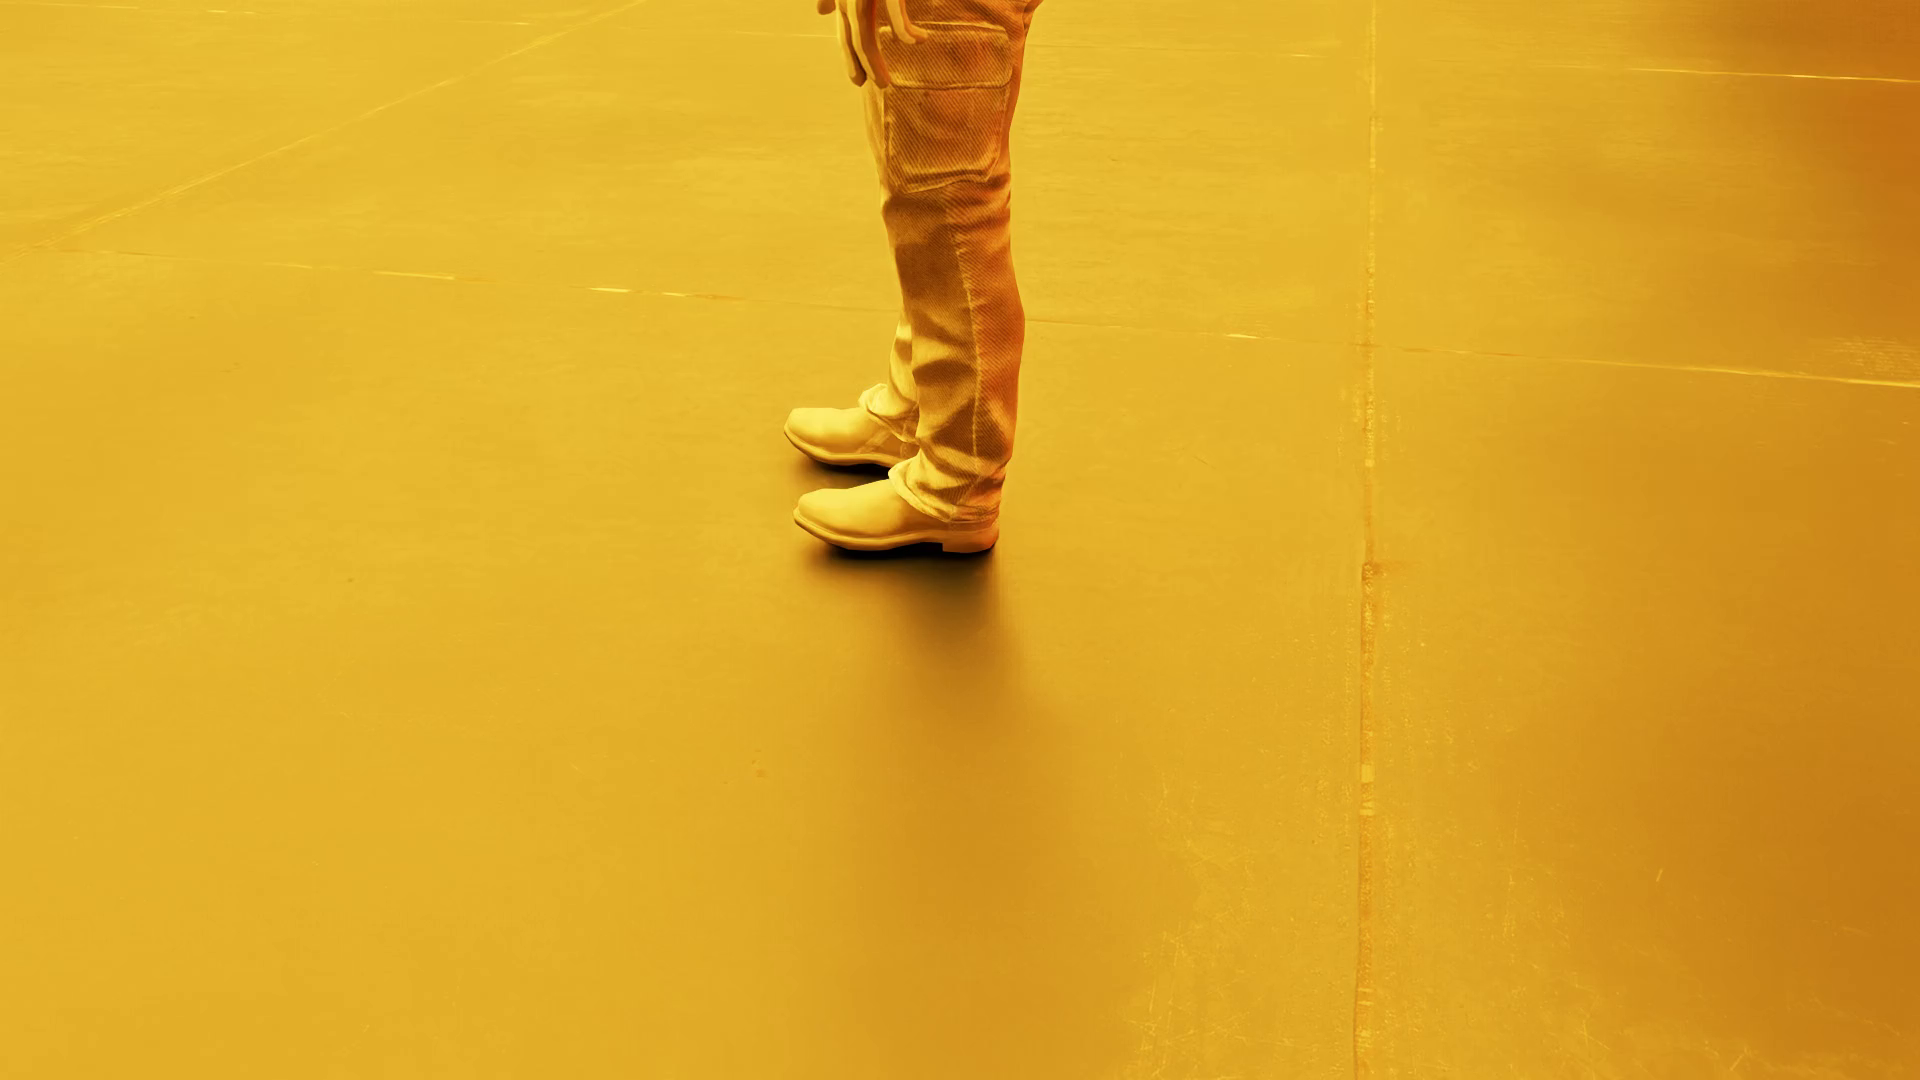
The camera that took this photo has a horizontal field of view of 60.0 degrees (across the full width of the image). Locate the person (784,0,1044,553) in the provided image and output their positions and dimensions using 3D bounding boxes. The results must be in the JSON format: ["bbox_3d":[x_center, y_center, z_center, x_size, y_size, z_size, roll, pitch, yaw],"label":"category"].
[{"bbox_3d":[-0.068,-0.814,2.117,0.577,1.782,0.656,6,27,11],"label":"person"}]
